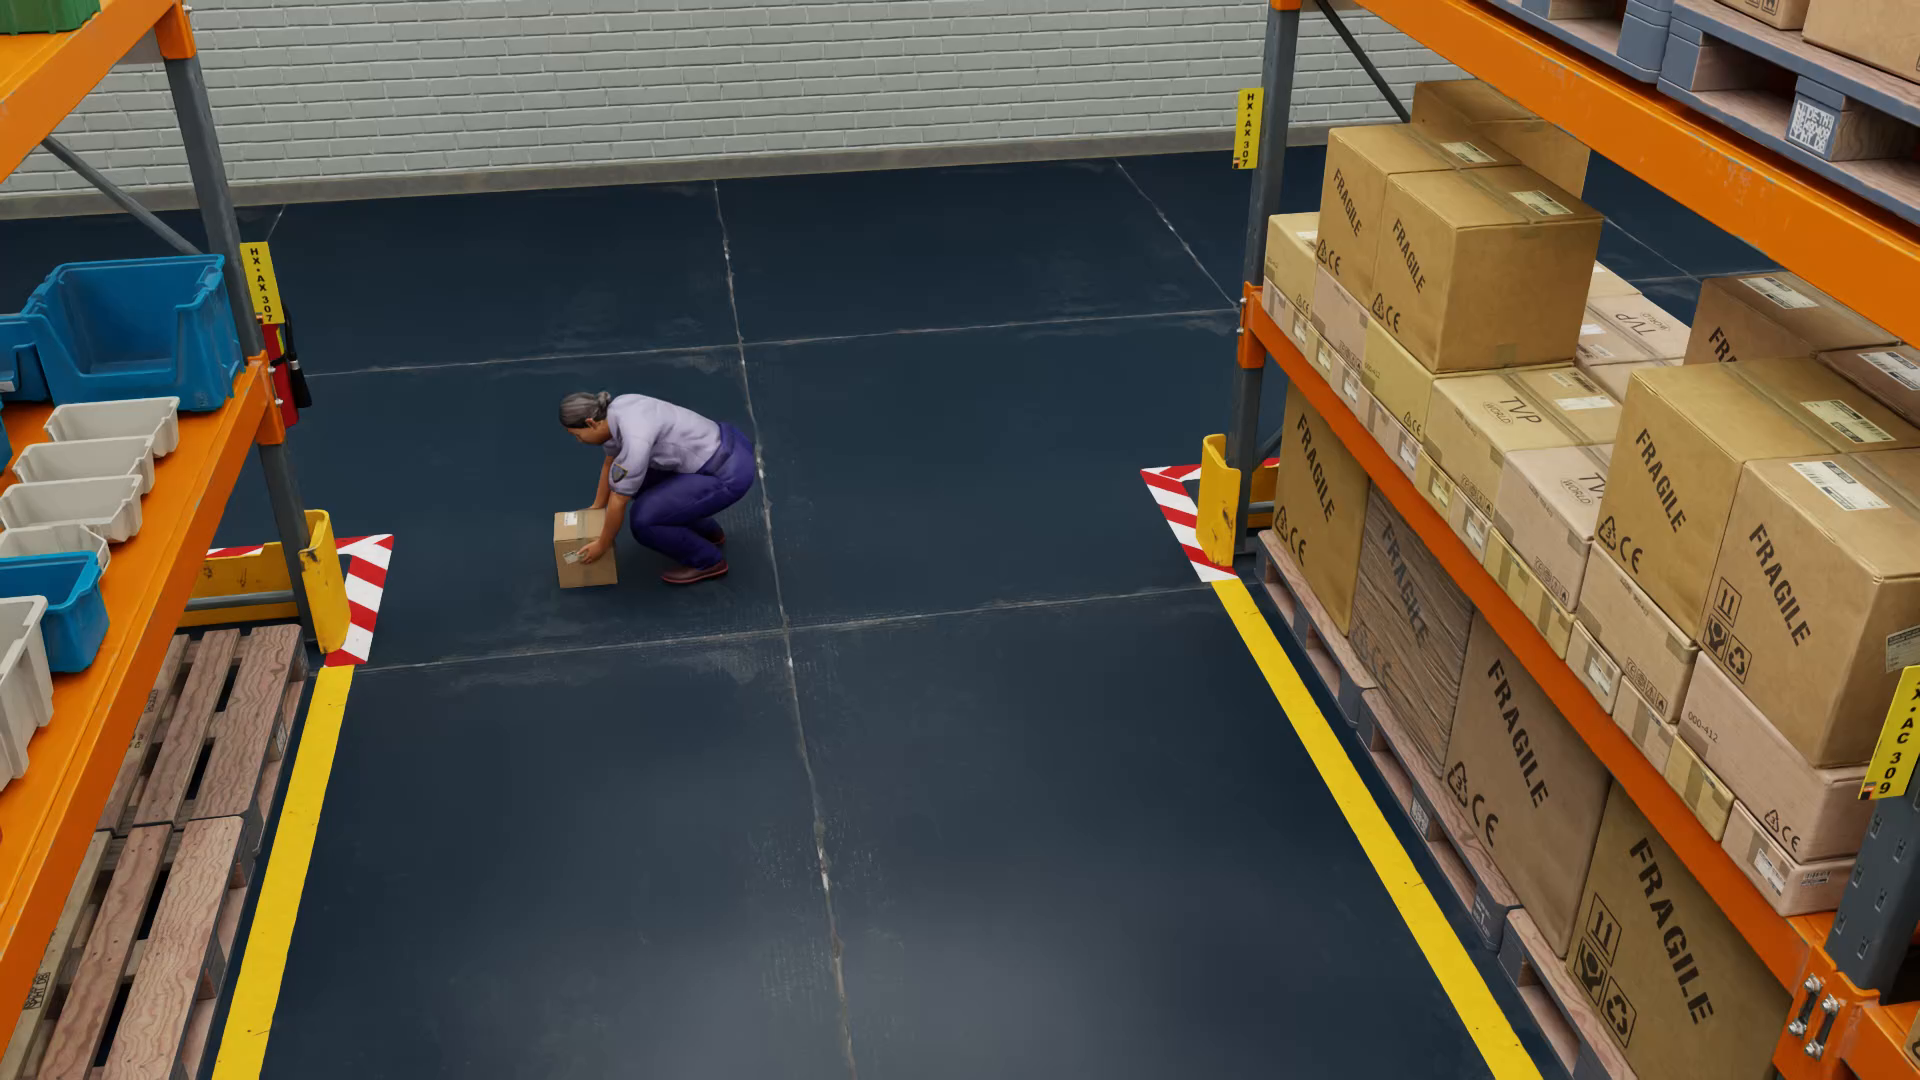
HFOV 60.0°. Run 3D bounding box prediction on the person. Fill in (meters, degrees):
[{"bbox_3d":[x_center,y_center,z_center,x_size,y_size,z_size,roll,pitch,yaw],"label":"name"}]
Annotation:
[{"bbox_3d":[-1.313,-0.275,7.324,0.825,0.920,0.526,-5,31,-9],"label":"person"}]
